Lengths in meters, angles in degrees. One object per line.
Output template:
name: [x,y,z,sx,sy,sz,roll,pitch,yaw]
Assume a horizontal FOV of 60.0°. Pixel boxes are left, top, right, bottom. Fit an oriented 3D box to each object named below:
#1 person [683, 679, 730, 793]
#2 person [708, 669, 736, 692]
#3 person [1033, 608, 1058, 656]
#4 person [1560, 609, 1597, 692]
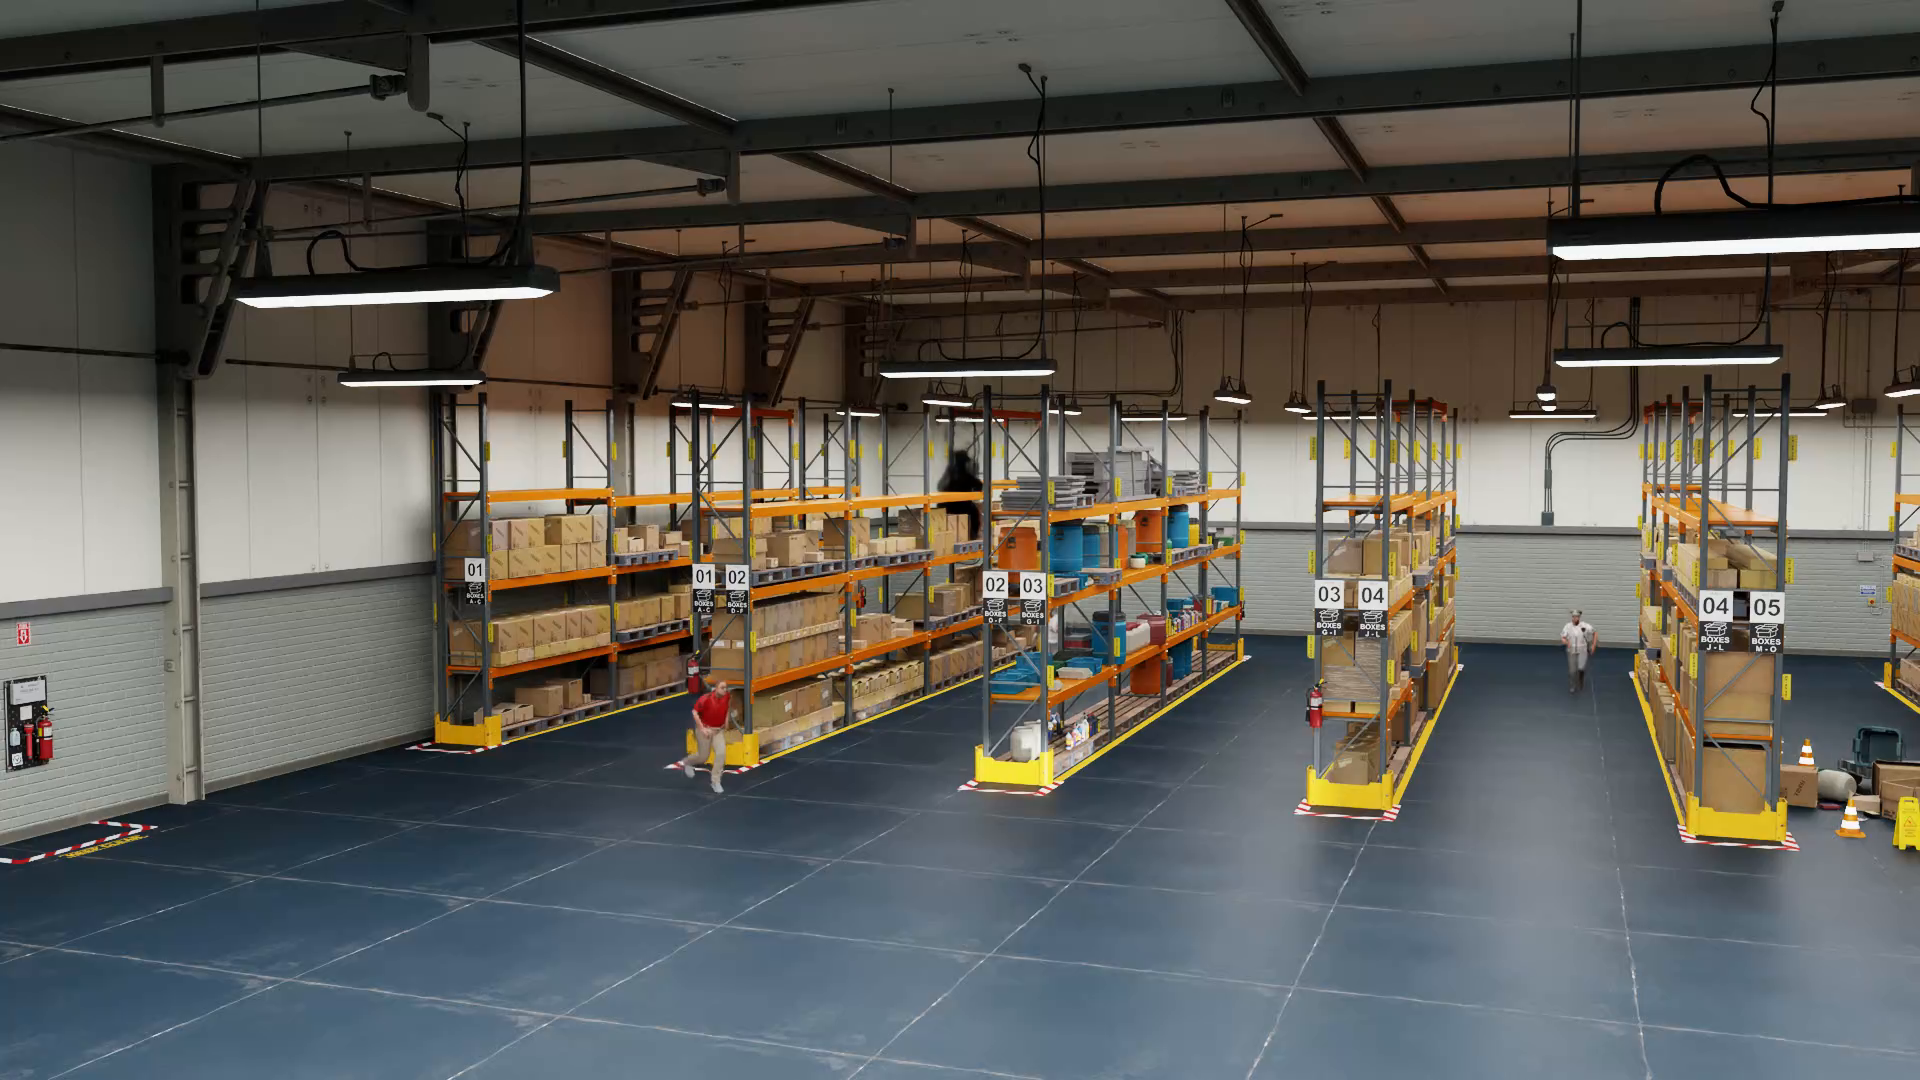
person: [-3.771,2.884,24.761,0.948,1.703,0.675,3,4,41]
person: [-4.299,2.499,30.242,0.647,1.776,0.786,0,3,8]
person: [1.879,2.200,35.324,0.679,1.779,0.985,0,3,9]
person: [12.754,2.294,34.326,0.696,1.733,0.738,2,3,27]
